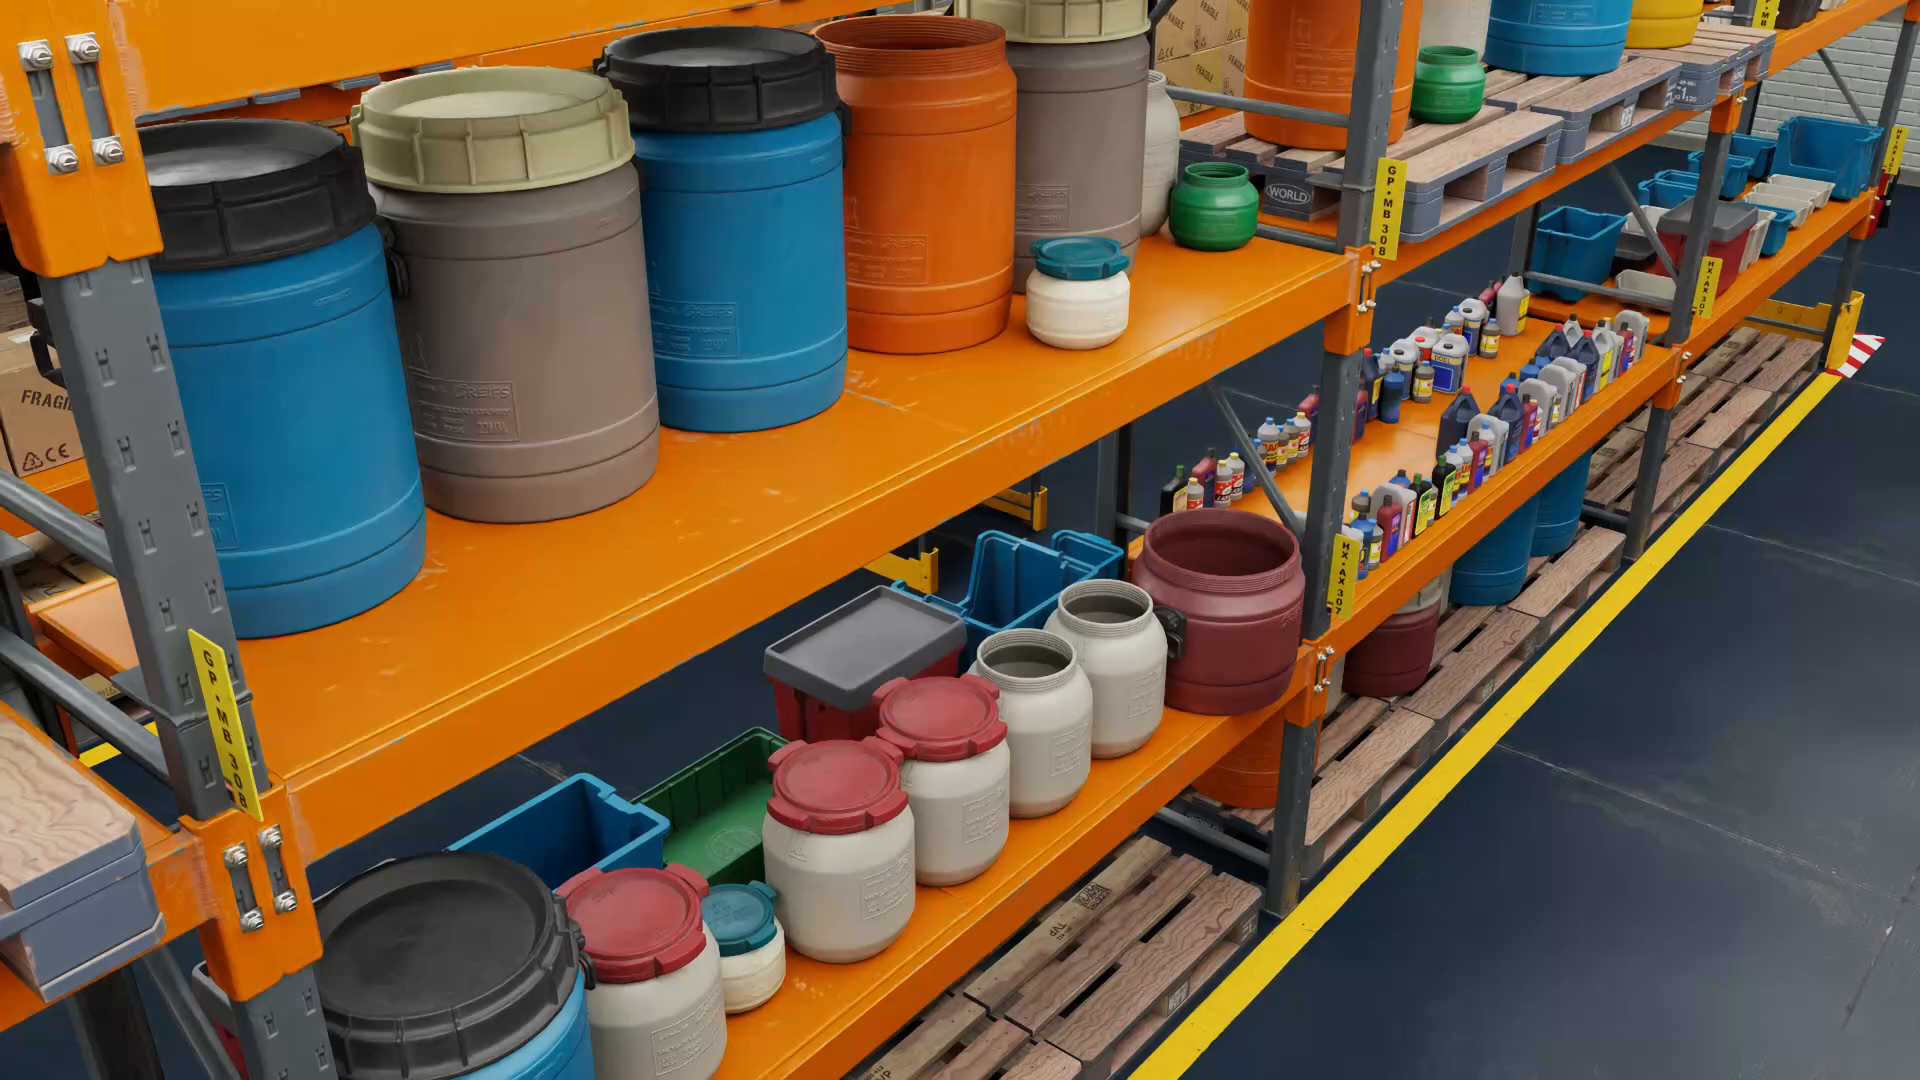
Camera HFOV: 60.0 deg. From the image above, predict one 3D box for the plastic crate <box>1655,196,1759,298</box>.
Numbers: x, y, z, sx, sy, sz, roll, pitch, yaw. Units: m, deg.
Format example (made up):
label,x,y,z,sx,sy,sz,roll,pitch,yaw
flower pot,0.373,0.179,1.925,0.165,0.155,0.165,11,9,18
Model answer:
label,x,y,z,sx,sy,sz,roll,pitch,yaw
plastic crate,4.269,-1.666,9.571,0.402,0.464,0.583,21,34,34

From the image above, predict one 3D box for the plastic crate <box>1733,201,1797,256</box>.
label,x,y,z,sx,sy,sz,roll,pitch,yaw
plastic crate,4.943,-1.935,10.343,0.416,0.233,0.300,21,34,34

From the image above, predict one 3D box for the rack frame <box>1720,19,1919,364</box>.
label,x,y,z,sx,sy,sz,roll,pitch,yaw
rack frame,6.052,-2.786,11.871,1.000,3.000,0.127,21,34,34

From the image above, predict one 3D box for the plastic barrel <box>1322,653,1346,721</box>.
label,x,y,z,sx,sy,sz,roll,pitch,yaw
plastic barrel,1.552,0.564,7.646,0.421,0.512,0.421,0,27,0

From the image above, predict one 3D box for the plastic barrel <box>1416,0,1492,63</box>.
label,x,y,z,sx,sy,sz,roll,pitch,yaw
plastic barrel,1.975,-2.201,6.871,0.433,0.535,0.433,0,27,0

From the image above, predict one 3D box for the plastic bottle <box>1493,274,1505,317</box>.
label,x,y,z,sx,sy,sz,roll,pitch,yaw
plastic bottle,2.945,-1.311,9.146,0.061,0.283,0.133,21,34,34

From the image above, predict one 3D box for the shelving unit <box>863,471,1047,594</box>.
label,x,y,z,sx,sy,sz,roll,pitch,yaw
shelving unit,-0.048,-0.639,9.353,0.587,1.500,1.083,21,34,34

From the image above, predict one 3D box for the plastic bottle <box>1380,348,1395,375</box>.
label,x,y,z,sx,sy,sz,roll,pitch,yaw
plastic bottle,2.088,-0.814,8.199,0.097,0.271,0.097,0,27,0

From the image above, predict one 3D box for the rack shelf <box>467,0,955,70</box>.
label,x,y,z,sx,sy,sz,roll,pitch,yaw
rack shelf,-1.584,-3.120,10.036,1.077,0.370,4.000,21,34,34

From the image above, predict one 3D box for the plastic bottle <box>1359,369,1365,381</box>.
label,x,y,z,sx,sy,sz,roll,pitch,yaw
plastic bottle,1.868,-0.666,7.900,0.061,0.283,0.133,21,34,34

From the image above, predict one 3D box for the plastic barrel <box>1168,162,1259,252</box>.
label,x,y,z,sx,sy,sz,roll,pitch,yaw
plastic barrel,0.846,-1.110,5.536,0.294,0.245,0.294,0,27,0

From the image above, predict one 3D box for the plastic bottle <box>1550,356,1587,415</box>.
label,x,y,z,sx,sy,sz,roll,pitch,yaw
plastic bottle,2.953,-0.770,8.109,0.152,0.276,0.135,21,34,34

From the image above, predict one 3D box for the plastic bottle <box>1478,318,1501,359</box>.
label,x,y,z,sx,sy,sz,roll,pitch,yaw
plastic bottle,2.795,-1.067,8.765,0.097,0.201,0.097,0,27,0

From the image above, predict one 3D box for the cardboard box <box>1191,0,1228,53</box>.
label,x,y,z,sx,sy,sz,roll,pitch,yaw
cardboard box,1.840,-4.306,13.612,0.500,0.500,0.500,22,34,36

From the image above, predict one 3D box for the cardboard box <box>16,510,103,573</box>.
label,x,y,z,sx,sy,sz,roll,pitch,yaw
cardboard box,-4.397,0.038,8.337,0.500,0.311,0.500,20,34,34

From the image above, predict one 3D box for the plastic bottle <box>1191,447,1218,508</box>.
label,x,y,z,sx,sy,sz,roll,pitch,yaw
plastic bottle,1.038,-0.248,7.091,0.061,0.283,0.133,21,34,34

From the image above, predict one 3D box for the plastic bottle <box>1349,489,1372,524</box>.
label,x,y,z,sx,sy,sz,roll,pitch,yaw
plastic bottle,1.674,-0.114,6.922,0.097,0.201,0.097,0,27,0

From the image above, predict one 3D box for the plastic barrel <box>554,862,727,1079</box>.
label,x,y,z,sx,sy,sz,roll,pitch,yaw
plastic barrel,-0.803,1.133,4.147,0.433,0.535,0.433,0,27,0

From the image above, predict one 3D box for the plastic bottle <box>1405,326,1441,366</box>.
label,x,y,z,sx,sy,sz,roll,pitch,yaw
plastic bottle,2.330,-0.932,8.421,0.152,0.276,0.135,21,34,34

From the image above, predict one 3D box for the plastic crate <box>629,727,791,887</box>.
label,x,y,z,sx,sy,sz,roll,pitch,yaw
plastic crate,-0.691,0.863,5.048,0.450,0.188,0.662,21,34,34

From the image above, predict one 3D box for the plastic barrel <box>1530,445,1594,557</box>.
label,x,y,z,sx,sy,sz,roll,pitch,yaw
plastic barrel,3.148,-0.434,9.152,0.600,0.901,0.708,21,34,34

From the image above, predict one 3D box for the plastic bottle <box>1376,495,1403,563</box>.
label,x,y,z,sx,sy,sz,roll,pitch,yaw
plastic bottle,1.732,-0.060,6.728,0.061,0.283,0.133,21,34,34

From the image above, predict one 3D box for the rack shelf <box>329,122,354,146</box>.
label,x,y,z,sx,sy,sz,roll,pitch,yaw
rack shelf,-5.409,-3.235,13.521,1.077,0.370,4.000,21,34,34

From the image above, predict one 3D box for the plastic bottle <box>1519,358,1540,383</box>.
label,x,y,z,sx,sy,sz,roll,pitch,yaw
plastic bottle,2.759,-0.750,8.076,0.097,0.271,0.097,0,27,0

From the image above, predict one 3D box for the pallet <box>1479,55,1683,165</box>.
label,x,y,z,sx,sy,sz,roll,pitch,yaw
pallet,2.365,-1.907,7.112,1.003,0.211,1.213,21,34,34

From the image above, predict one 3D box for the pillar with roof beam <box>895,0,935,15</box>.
label,x,y,z,sx,sy,sz,roll,pitch,yaw
pillar with roof beam,2.779,-8.298,15.996,9.100,9.000,0.400,21,34,34

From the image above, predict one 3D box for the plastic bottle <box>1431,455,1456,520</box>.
label,x,y,z,sx,sy,sz,roll,pitch,yaw
plastic bottle,2.049,-0.237,7.070,0.061,0.283,0.133,21,34,34

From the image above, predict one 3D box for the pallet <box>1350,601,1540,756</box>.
label,x,y,z,sx,sy,sz,roll,pitch,yaw
pallet,2.209,0.567,8.425,1.003,0.211,1.213,21,34,34

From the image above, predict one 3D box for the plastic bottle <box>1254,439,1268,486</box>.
label,x,y,z,sx,sy,sz,roll,pitch,yaw
plastic bottle,1.311,-0.350,7.379,0.097,0.201,0.097,0,27,0

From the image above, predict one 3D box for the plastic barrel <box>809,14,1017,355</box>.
label,x,y,z,sx,sy,sz,roll,pitch,yaw
plastic barrel,-0.143,-1.013,4.712,0.600,0.830,0.708,21,34,34

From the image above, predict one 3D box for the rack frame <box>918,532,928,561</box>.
label,x,y,z,sx,sy,sz,roll,pitch,yaw
rack frame,-0.378,-0.456,8.999,0.500,1.500,0.032,21,34,34

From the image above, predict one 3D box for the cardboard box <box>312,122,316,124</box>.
label,x,y,z,sx,sy,sz,roll,pitch,yaw
cardboard box,-5.326,-3.338,13.190,0.380,0.149,0.250,21,34,35

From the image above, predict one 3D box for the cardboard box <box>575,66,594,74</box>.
label,x,y,z,sx,sy,sz,roll,pitch,yaw
cardboard box,-3.779,-4.584,15.020,0.980,0.700,0.700,21,34,35

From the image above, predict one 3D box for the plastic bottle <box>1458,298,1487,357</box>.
label,x,y,z,sx,sy,sz,roll,pitch,yaw
plastic bottle,2.686,-1.130,8.805,0.152,0.276,0.135,21,34,34

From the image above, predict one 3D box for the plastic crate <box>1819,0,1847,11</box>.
label,x,y,z,sx,sy,sz,roll,pitch,yaw
plastic crate,4.929,-3.196,9.686,0.437,0.136,0.530,21,34,34

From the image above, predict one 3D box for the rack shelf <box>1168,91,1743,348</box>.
label,x,y,z,sx,sy,sz,roll,pitch,yaw
rack shelf,2.235,-1.671,7.235,1.077,0.370,4.000,21,34,34

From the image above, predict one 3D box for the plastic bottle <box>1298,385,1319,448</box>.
label,x,y,z,sx,sy,sz,roll,pitch,yaw
plastic bottle,1.618,-0.571,7.716,0.061,0.283,0.133,21,34,34

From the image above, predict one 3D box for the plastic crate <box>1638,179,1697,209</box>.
label,x,y,z,sx,sy,sz,roll,pitch,yaw
plastic crate,4.612,-2.174,10.804,0.416,0.233,0.300,21,34,34

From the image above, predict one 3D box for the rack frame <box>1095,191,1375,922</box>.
label,x,y,z,sx,sy,sz,roll,pitch,yaw
rack frame,0.963,0.050,6.388,1.000,3.000,0.127,21,34,34

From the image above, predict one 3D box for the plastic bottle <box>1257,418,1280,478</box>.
label,x,y,z,sx,sy,sz,roll,pitch,yaw
plastic bottle,1.373,-0.416,7.430,0.097,0.271,0.097,0,27,0

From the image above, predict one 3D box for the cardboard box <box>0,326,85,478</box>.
label,x,y,z,sx,sy,sz,roll,pitch,yaw
cardboard box,-4.246,-0.657,7.646,0.500,0.500,0.500,21,34,34

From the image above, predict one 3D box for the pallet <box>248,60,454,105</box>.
label,x,y,z,sx,sy,sz,roll,pitch,yaw
pallet,-3.219,-2.380,8.027,1.213,0.211,1.003,23,35,37

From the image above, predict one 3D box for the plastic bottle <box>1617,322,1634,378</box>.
label,x,y,z,sx,sy,sz,roll,pitch,yaw
plastic bottle,3.394,-0.986,8.519,0.061,0.283,0.133,21,34,34

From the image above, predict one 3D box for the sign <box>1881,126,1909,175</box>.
label,x,y,z,sx,sy,sz,roll,pitch,yaw
sign,6.487,-2.703,11.534,0.100,0.325,0.005,21,34,34

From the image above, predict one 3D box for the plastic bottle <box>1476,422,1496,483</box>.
label,x,y,z,sx,sy,sz,roll,pitch,yaw
plastic bottle,2.317,-0.394,7.387,0.097,0.271,0.097,0,27,0

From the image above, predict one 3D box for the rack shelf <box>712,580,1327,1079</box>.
label,x,y,z,sx,sy,sz,roll,pitch,yaw
rack shelf,-0.309,1.079,5.183,1.077,0.370,4.000,21,34,34

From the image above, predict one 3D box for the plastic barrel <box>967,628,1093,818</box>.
label,x,y,z,sx,sy,sz,roll,pitch,yaw
plastic barrel,0.206,0.577,5.248,0.421,0.512,0.421,0,27,0

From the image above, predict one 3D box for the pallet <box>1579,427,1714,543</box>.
label,x,y,z,sx,sy,sz,roll,pitch,yaw
pallet,3.945,-0.401,10.296,1.003,0.211,1.213,21,34,34

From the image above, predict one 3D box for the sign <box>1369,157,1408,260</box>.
label,x,y,z,sx,sy,sz,roll,pitch,yaw
sign,1.392,-1.077,5.417,0.100,0.325,0.005,21,34,34

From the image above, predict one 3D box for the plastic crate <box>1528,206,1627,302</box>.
label,x,y,z,sx,sy,sz,roll,pitch,yaw
plastic crate,3.541,-1.653,9.632,0.392,0.384,0.575,21,34,34

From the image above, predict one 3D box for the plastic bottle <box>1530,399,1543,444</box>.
label,x,y,z,sx,sy,sz,roll,pitch,yaw
plastic bottle,2.667,-0.558,7.780,0.097,0.201,0.097,0,27,0
